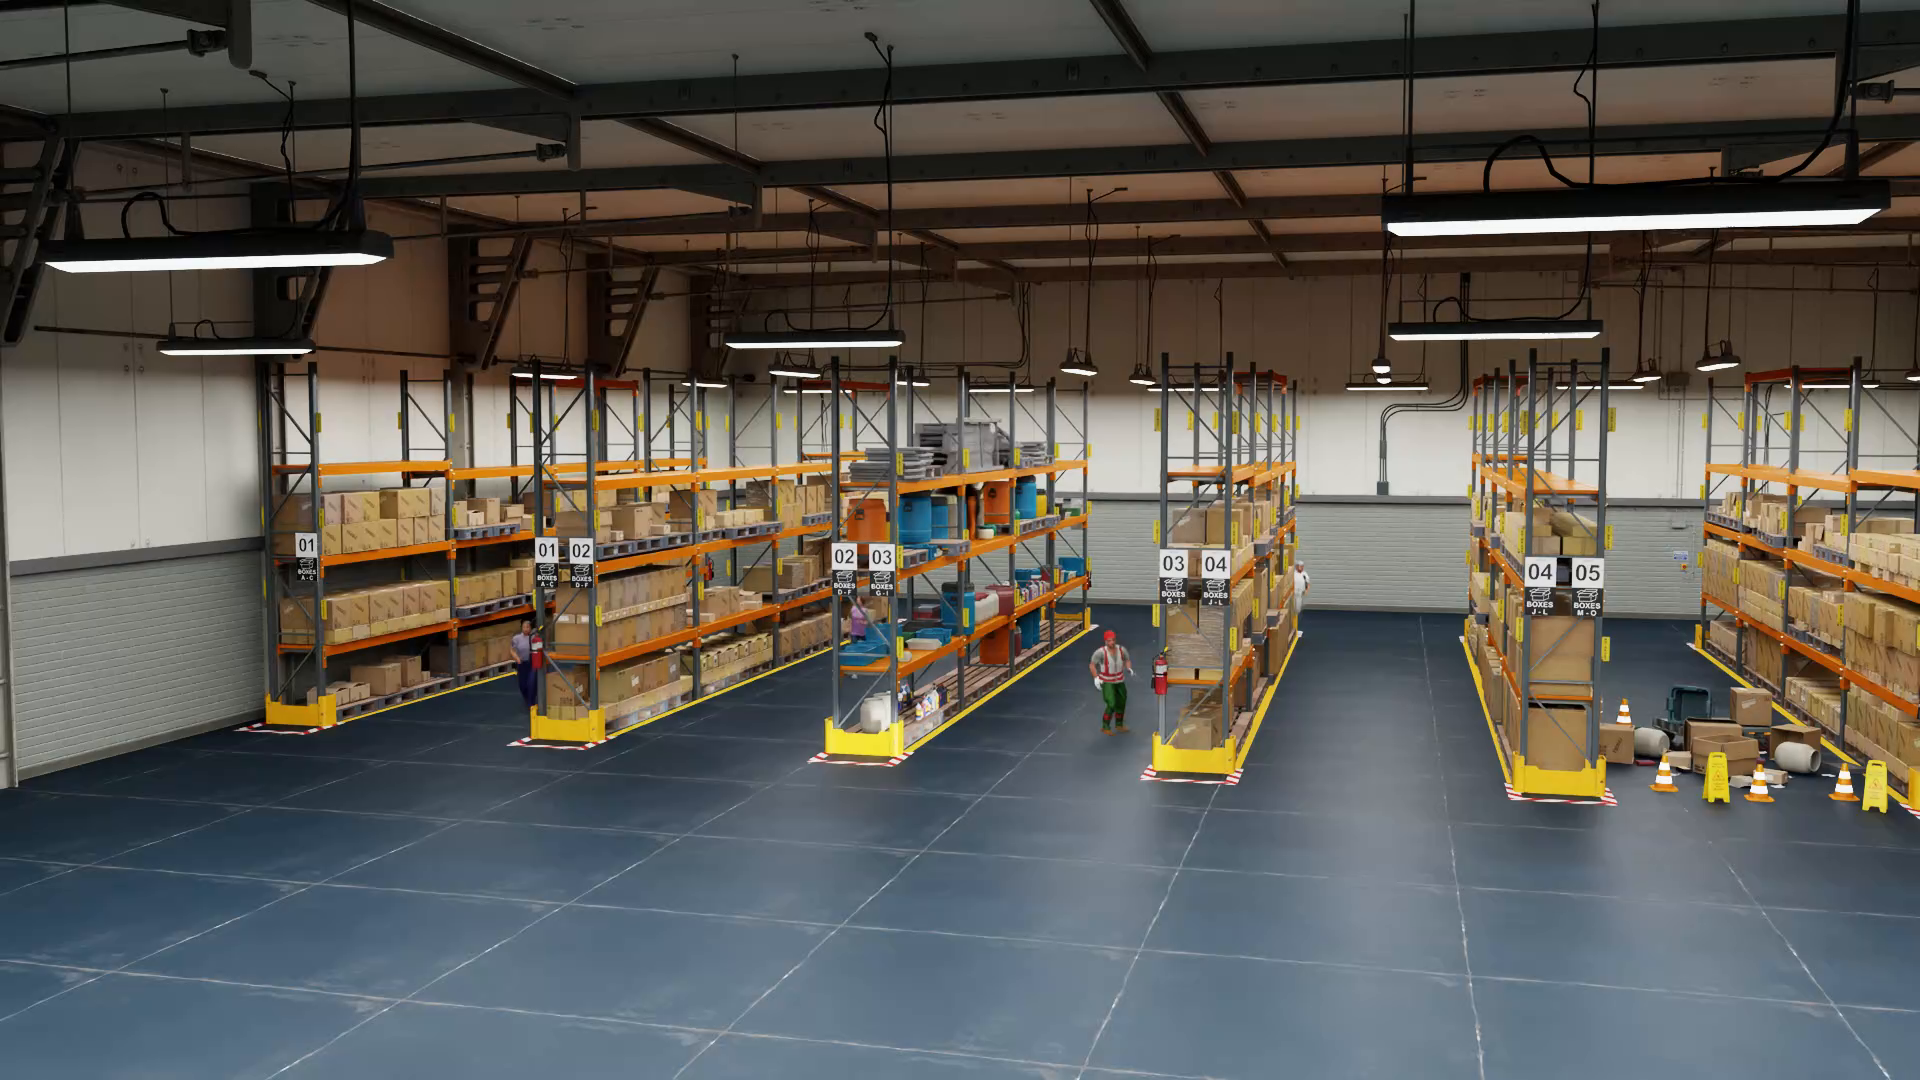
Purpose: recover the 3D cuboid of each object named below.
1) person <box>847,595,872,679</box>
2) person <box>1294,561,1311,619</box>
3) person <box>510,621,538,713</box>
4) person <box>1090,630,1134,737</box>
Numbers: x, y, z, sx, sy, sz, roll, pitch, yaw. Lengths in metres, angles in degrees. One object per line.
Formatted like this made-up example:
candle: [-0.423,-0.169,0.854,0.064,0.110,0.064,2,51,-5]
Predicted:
person: [-1.981,1.880,32.734,0.543,1.592,0.887,0,4,7]
person: [8.299,1.333,40.901,0.648,1.599,0.525,0,4,-6]
person: [-7.525,2.183,28.983,0.604,1.599,0.716,0,4,-7]
person: [2.473,2.286,26.701,0.702,1.710,0.729,-2,4,-23]
